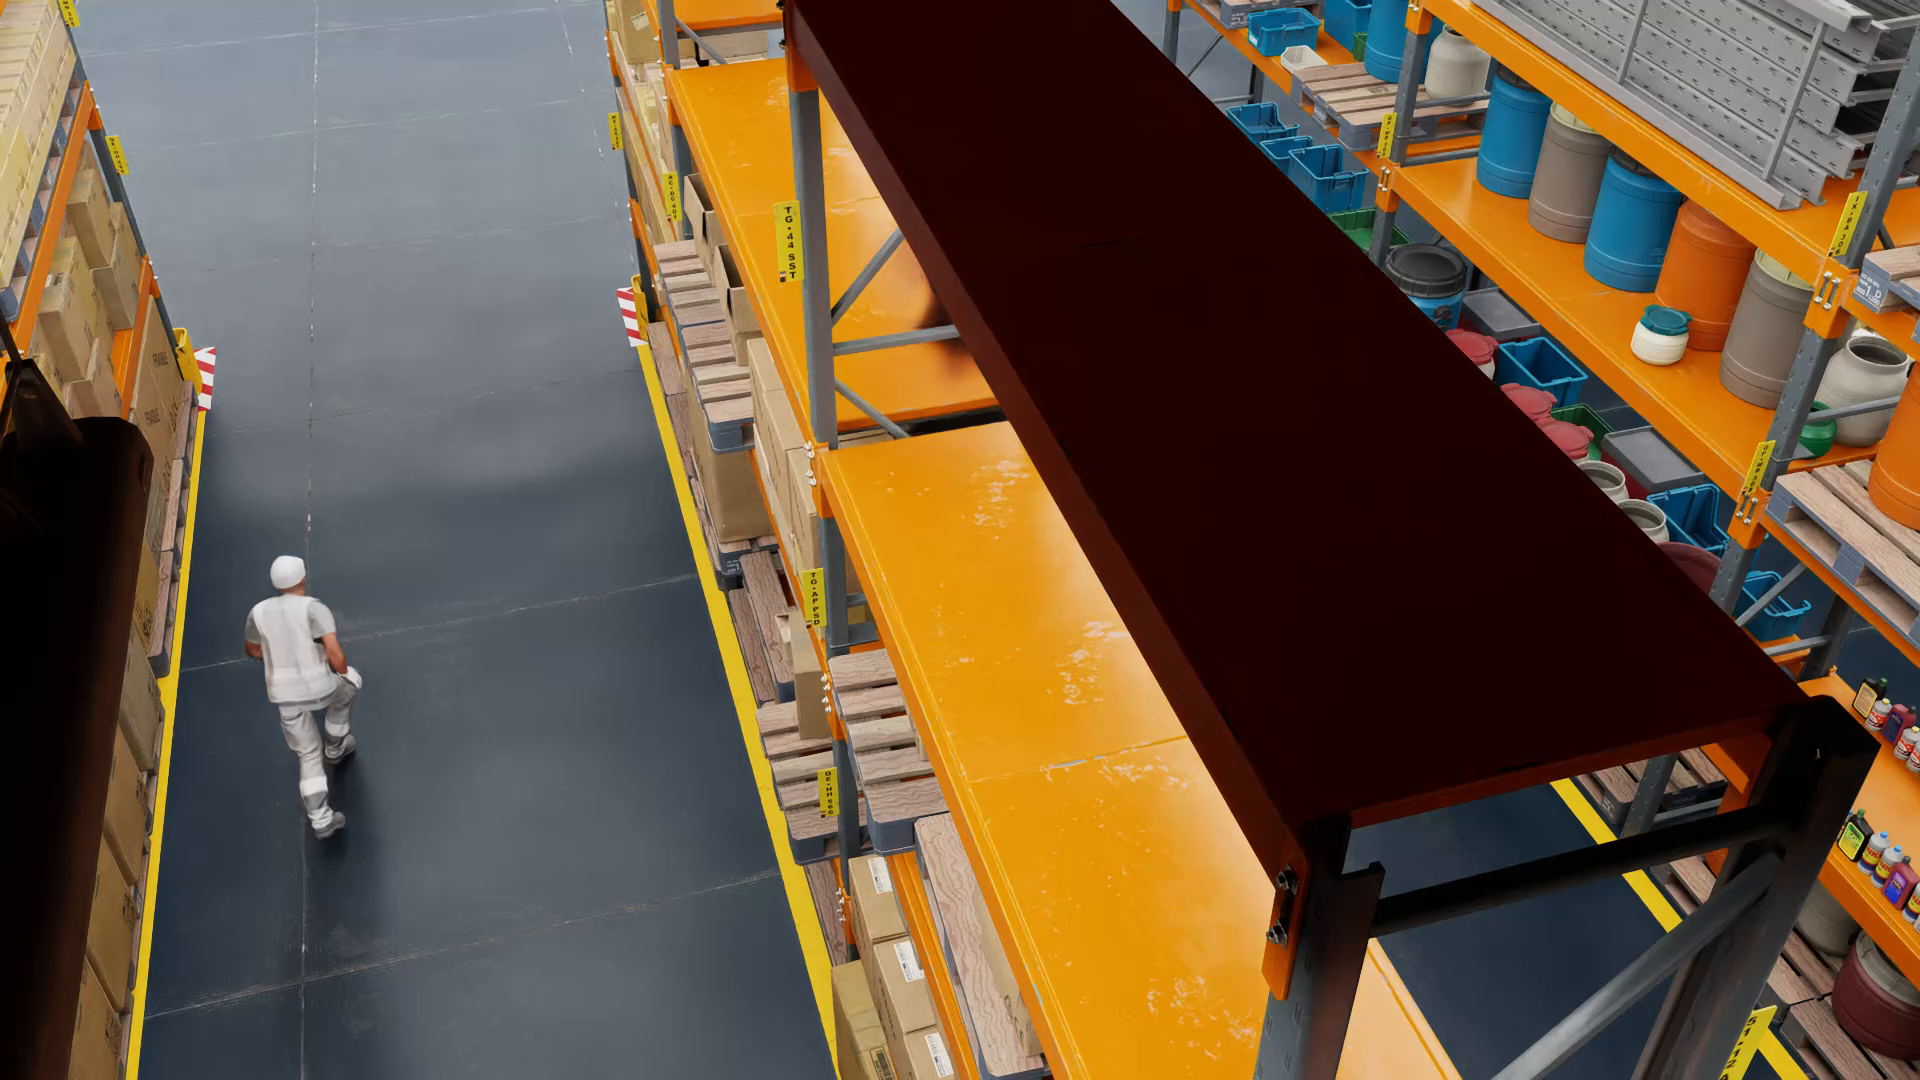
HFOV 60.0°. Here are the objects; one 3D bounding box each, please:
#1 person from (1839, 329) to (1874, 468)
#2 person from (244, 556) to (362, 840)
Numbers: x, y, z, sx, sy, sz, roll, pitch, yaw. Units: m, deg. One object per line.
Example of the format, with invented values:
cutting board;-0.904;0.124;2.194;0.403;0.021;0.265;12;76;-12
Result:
person;6.756;-0.731;12.438;0.892;1.625;0.626;29;47;31
person;-4.046;0.995;10.263;0.688;1.606;1.132;-3;39;-4
